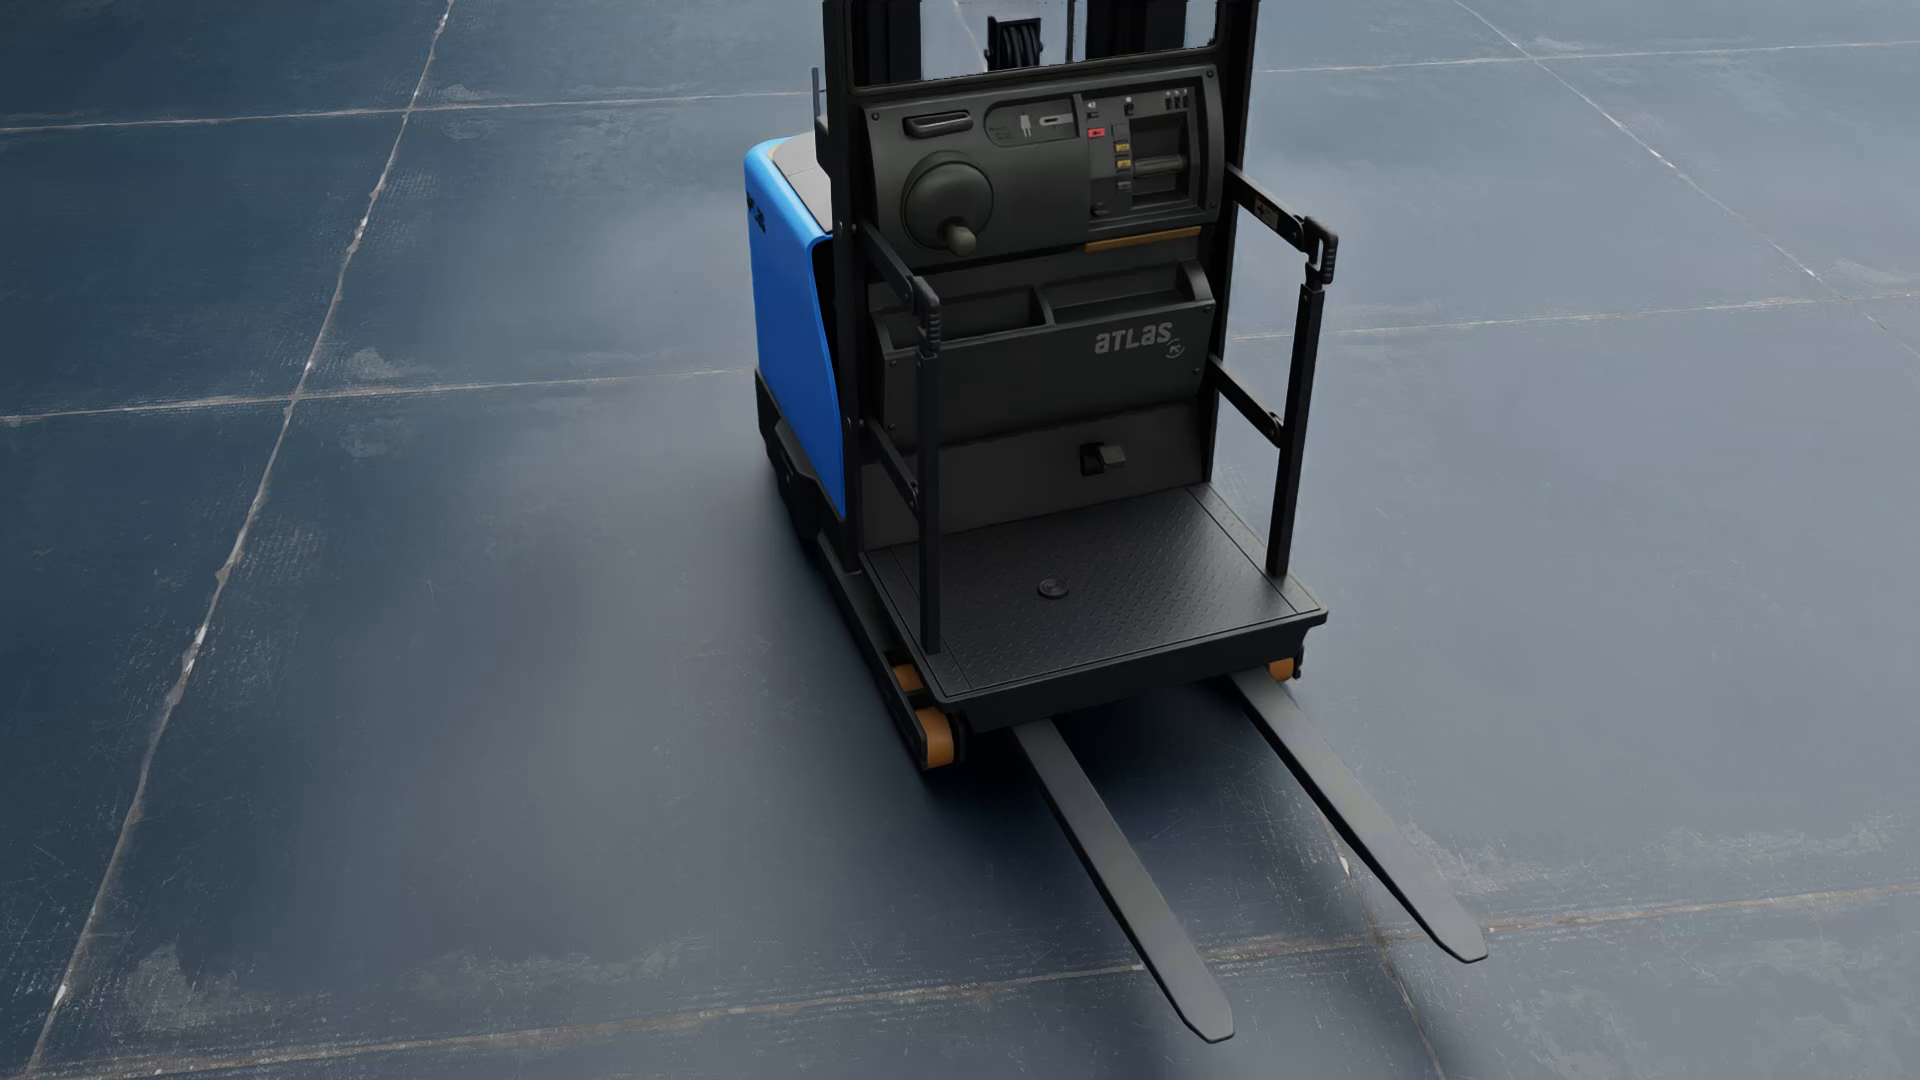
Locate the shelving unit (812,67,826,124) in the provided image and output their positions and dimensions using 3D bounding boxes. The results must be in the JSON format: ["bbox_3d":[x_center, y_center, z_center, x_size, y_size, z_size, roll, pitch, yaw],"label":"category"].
[{"bbox_3d":[-0.332,-0.998,5.649,0.258,1.200,0.189,-12,36,-17],"label":"shelving unit"}]

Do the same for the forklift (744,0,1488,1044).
[{"bbox_3d":[0.297,-0.875,3.931,1.130,2.935,3.031,-12,36,-17],"label":"forklift"}]

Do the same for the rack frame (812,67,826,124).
[{"bbox_3d":[-0.364,-1.046,5.720,0.240,1.200,0.006,-12,36,-17],"label":"rack frame"}]
